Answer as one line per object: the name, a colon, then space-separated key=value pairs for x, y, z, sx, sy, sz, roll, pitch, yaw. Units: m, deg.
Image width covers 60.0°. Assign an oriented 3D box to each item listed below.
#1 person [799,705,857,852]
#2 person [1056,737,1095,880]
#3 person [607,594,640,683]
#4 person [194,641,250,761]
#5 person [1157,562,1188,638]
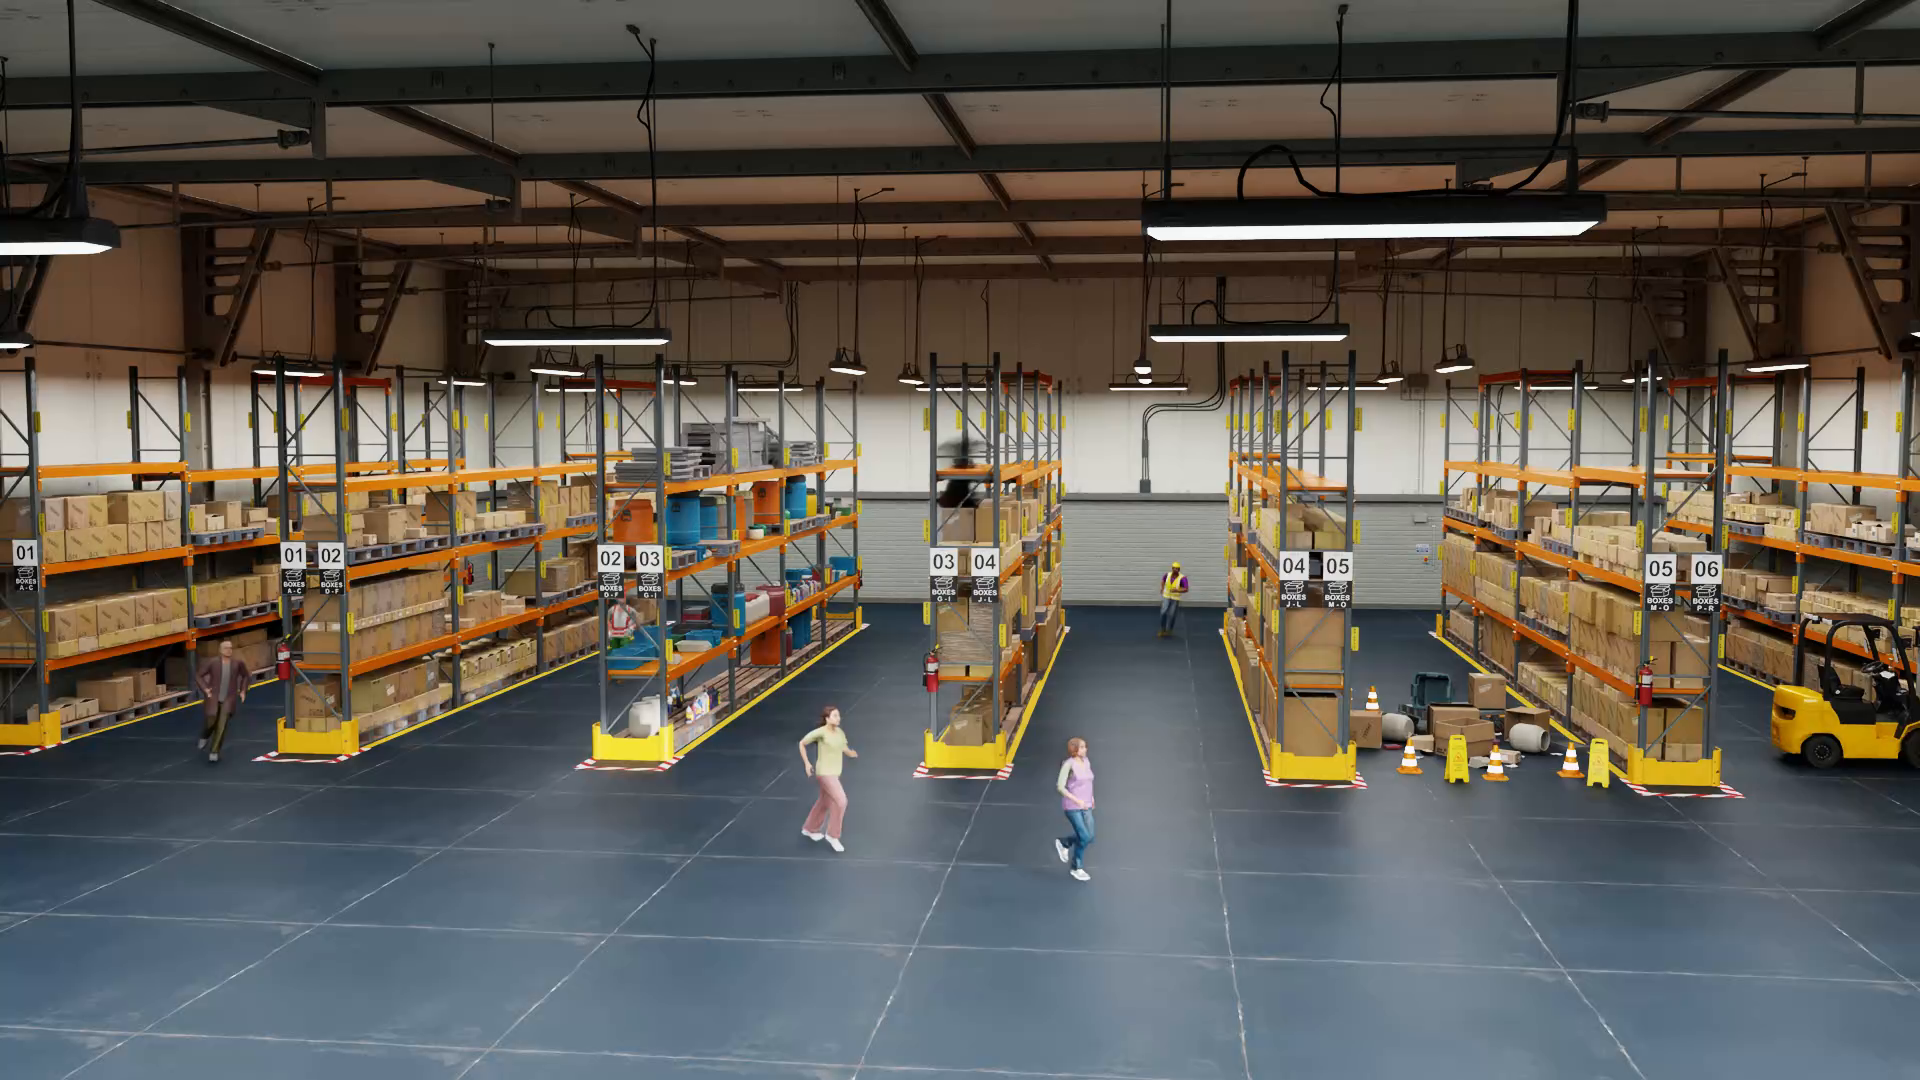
person: x=-1.548 y=2.788 z=19.541 sx=0.801 sy=1.713 sz=0.540 roll=2 pitch=5 yaw=30
person: x=1.247 y=2.935 z=18.302 sx=0.576 sy=1.559 sz=0.564 roll=4 pitch=5 yaw=42
person: x=-6.545 y=1.870 z=32.225 sx=0.659 sy=1.729 sz=0.720 roll=0 pitch=4 yaw=3
person: x=-11.008 y=2.380 z=24.860 sx=0.773 sy=1.722 sz=0.916 roll=-2 pitch=5 yaw=-30
person: x=4.988 y=1.403 z=38.801 sx=0.718 sy=1.801 sz=0.675 roll=2 pitch=4 yaw=20
